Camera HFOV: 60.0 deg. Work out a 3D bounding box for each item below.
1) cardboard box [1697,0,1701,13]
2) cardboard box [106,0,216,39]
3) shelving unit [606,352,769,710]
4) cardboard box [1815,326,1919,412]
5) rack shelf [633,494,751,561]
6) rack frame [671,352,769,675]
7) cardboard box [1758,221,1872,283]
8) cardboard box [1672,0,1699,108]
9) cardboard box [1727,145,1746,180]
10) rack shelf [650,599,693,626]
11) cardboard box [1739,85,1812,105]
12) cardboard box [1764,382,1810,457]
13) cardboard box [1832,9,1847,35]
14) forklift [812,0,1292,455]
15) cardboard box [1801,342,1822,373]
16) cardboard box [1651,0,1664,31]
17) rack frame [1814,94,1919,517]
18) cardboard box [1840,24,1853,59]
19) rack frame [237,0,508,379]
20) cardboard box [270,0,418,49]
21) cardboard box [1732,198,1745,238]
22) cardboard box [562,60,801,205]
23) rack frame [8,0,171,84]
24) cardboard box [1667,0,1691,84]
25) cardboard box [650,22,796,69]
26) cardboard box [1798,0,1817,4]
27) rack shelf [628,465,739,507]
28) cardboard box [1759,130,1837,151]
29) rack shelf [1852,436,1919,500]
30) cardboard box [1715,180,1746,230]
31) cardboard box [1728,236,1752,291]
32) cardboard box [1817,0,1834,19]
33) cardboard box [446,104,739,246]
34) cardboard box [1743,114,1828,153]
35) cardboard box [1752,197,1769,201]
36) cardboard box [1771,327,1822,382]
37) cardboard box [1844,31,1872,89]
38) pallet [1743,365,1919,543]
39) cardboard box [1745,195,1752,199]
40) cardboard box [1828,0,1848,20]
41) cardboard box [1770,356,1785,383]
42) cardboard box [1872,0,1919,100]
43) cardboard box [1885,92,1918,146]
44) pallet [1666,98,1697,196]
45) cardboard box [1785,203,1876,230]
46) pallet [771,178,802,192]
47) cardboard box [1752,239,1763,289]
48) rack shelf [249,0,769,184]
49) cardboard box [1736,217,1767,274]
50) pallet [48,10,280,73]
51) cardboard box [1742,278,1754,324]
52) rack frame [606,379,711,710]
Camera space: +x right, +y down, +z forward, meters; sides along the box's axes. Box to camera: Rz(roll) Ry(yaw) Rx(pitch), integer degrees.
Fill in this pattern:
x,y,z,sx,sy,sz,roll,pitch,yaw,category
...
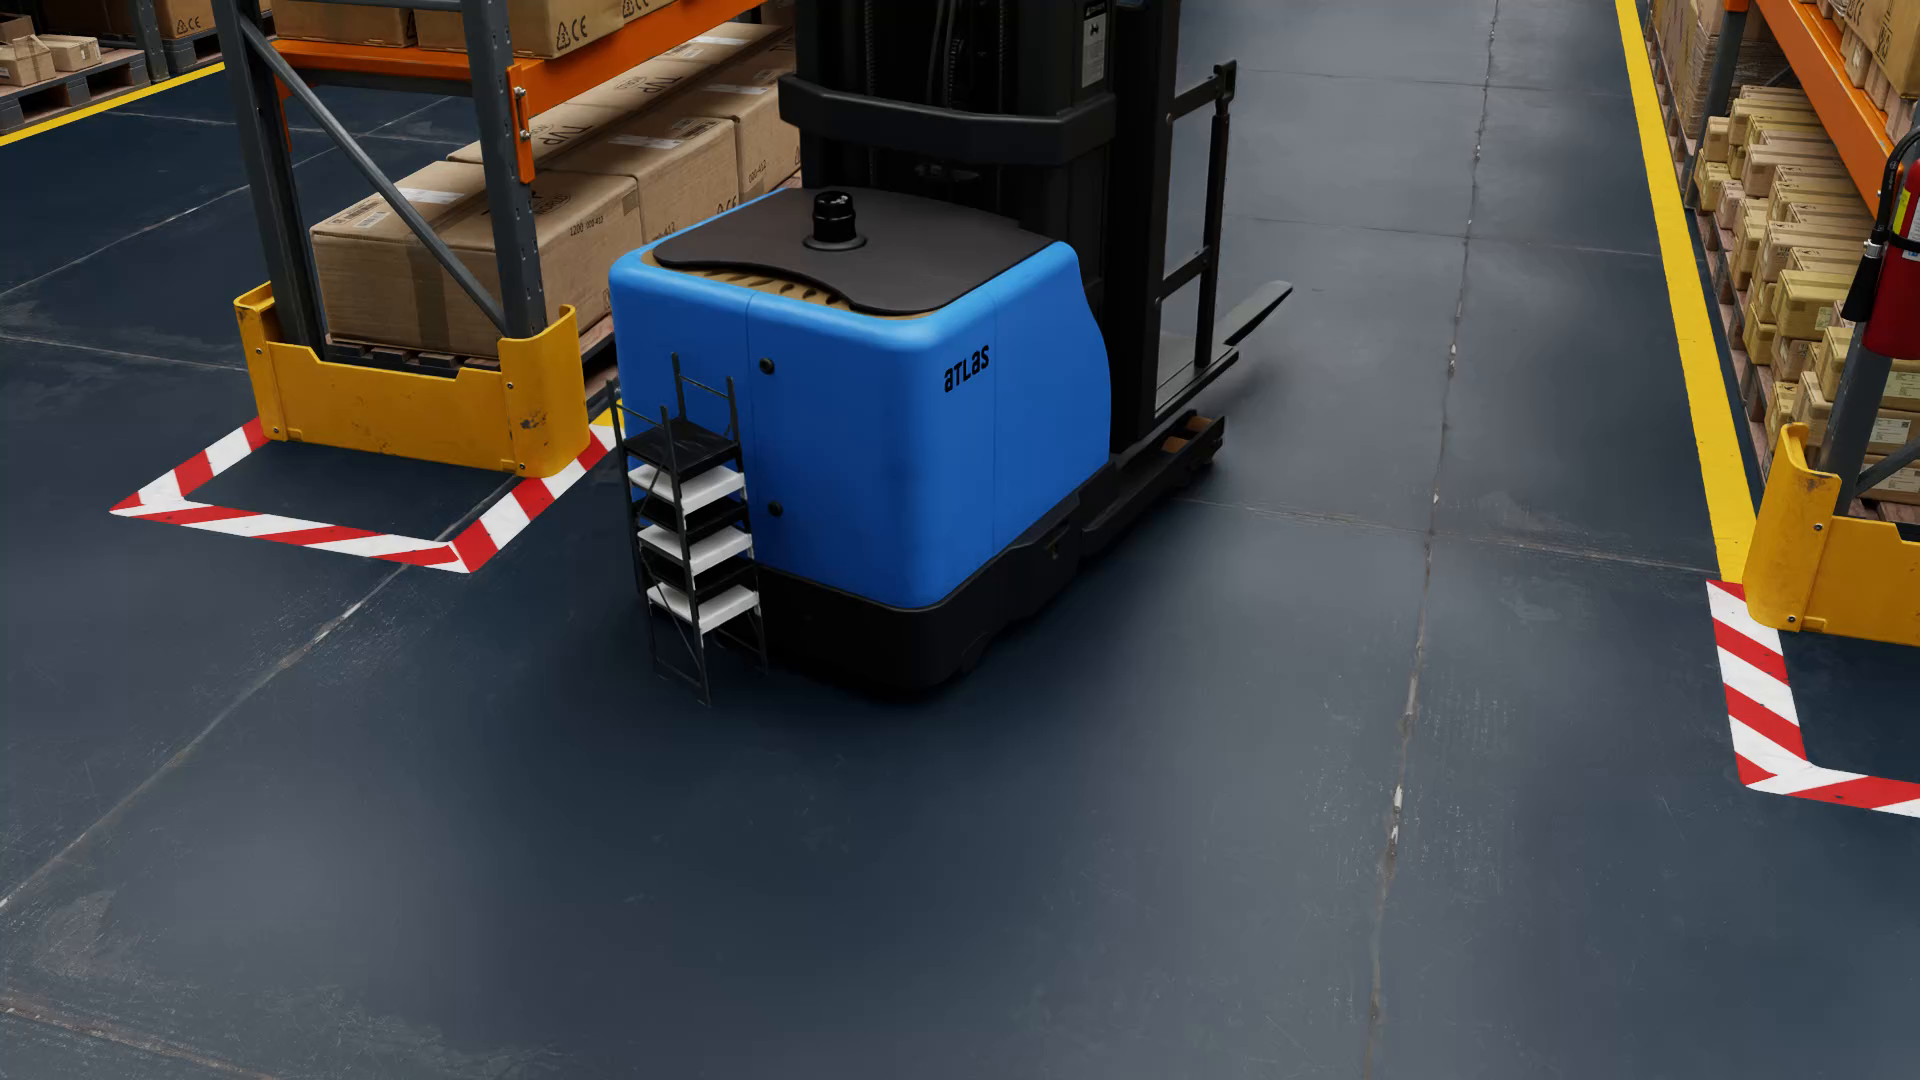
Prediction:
x,y,z,sx,sy,sz,roll,pitch,yaw,category
4.190,-2.922,8.785,0.500,0.250,0.500,10,31,17,cardboard box
-5.101,-3.534,10.656,0.500,0.500,0.500,10,31,17,cardboard box
5.900,-3.594,7.339,3.753,3.379,15.806,25,41,37,shelving unit
2.788,-0.505,4.960,0.380,0.149,0.250,9,30,15,cardboard box
-0.702,-0.062,4.308,0.258,0.077,0.200,25,41,37,rack shelf
-0.630,-0.054,4.399,0.240,0.900,0.006,25,41,37,rack frame
3.034,-0.996,5.843,0.380,0.149,0.250,10,31,17,cardboard box
4.177,-2.593,8.965,0.500,0.500,0.500,8,30,14,cardboard box
3.648,-1.698,7.412,0.380,0.149,0.250,9,30,15,cardboard box
-0.693,0.156,4.441,0.199,0.015,0.184,25,41,37,rack shelf
3.750,-1.951,7.560,0.380,0.149,0.250,10,31,17,cardboard box
2.809,-0.371,5.332,0.380,0.149,0.250,9,30,16,cardboard box
3.225,-1.819,5.692,0.380,0.149,0.250,9,30,16,cardboard box
-1.470,-4.350,7.712,7.864,5.209,9.138,17,33,27,forklift
2.885,-0.492,5.244,0.380,0.149,0.250,8,30,14,cardboard box
1.953,-3.419,8.815,4.865,2.090,5.455,9,30,16,cardboard box
2.875,-1.025,4.007,1.000,3.000,0.127,8,30,15,rack frame
3.027,-1.576,5.256,0.380,0.149,0.250,7,30,13,cardboard box
-1.890,-1.685,5.193,0.949,2.616,0.053,8,30,15,rack frame
-1.998,-1.990,5.639,0.500,0.500,0.500,9,30,15,cardboard box
3.507,-1.326,7.050,0.380,0.149,0.250,8,30,14,cardboard box
-1.261,-1.914,7.810,0.875,0.438,0.875,8,30,13,cardboard box
-5.459,-4.250,9.804,1.000,3.000,0.127,8,30,15,rack frame
4.331,-2.831,9.393,0.500,0.500,0.500,8,30,14,cardboard box
-0.999,-2.331,8.558,0.875,0.438,0.875,8,30,14,cardboard box
3.313,-2.070,6.144,0.380,0.149,0.250,10,31,17,cardboard box
5.899,-3.851,7.179,3.734,2.775,15.796,25,41,37,rack shelf
3.531,-1.582,6.898,0.380,0.149,0.250,8,30,14,cardboard box
2.878,-1.024,4.006,0.949,2.616,0.053,8,30,15,rack shelf
3.534,-1.452,7.274,0.380,0.149,0.250,8,30,15,cardboard box
3.293,-1.089,6.623,0.380,0.149,0.250,8,30,14,cardboard box
3.279,-1.939,5.908,0.380,0.149,0.250,10,31,17,cardboard box
-1.528,-1.496,7.057,0.875,0.438,0.875,9,30,16,cardboard box
3.585,-1.707,7.121,0.392,0.149,0.269,10,30,17,cardboard box
3.426,-1.330,6.751,0.380,0.149,0.250,10,31,17,cardboard box
2.908,-0.620,5.474,0.380,0.149,0.250,7,30,13,cardboard box
2.921,-1.458,5.043,0.380,0.149,0.250,9,30,16,cardboard box
3.170,-0.214,5.418,1.003,0.211,1.213,8,30,15,pallet
3.529,-1.455,6.974,0.380,0.149,0.250,7,30,12,cardboard box
3.057,-1.920,5.207,0.500,0.500,0.500,9,30,15,cardboard box
3.029,-0.598,5.740,0.380,0.149,0.250,9,30,15,cardboard box
2.761,-1.444,4.352,0.500,0.500,0.500,9,30,16,cardboard box
2.701,-1.107,4.413,0.380,0.149,0.250,9,30,15,cardboard box
4.276,-2.027,8.677,1.003,0.211,1.213,8,30,15,pallet
15.729,-10.700,14.693,18.148,8.504,30.398,7,30,13,cardboard box
-1.367,-1.414,7.574,1.003,0.211,1.213,8,30,15,pallet
3.141,-0.979,6.120,0.380,0.149,0.250,10,31,17,cardboard box
-1.299,-2.299,7.038,1.077,0.370,4.000,8,30,15,rack shelf
3.195,-1.111,6.357,0.380,0.149,0.250,9,30,15,cardboard box
-5.256,-3.415,11.171,1.003,0.211,1.213,8,30,15,pallet
3.143,-0.850,6.192,0.380,0.149,0.250,9,30,16,cardboard box
-0.770,0.027,4.276,0.240,0.900,0.006,25,41,37,rack frame
